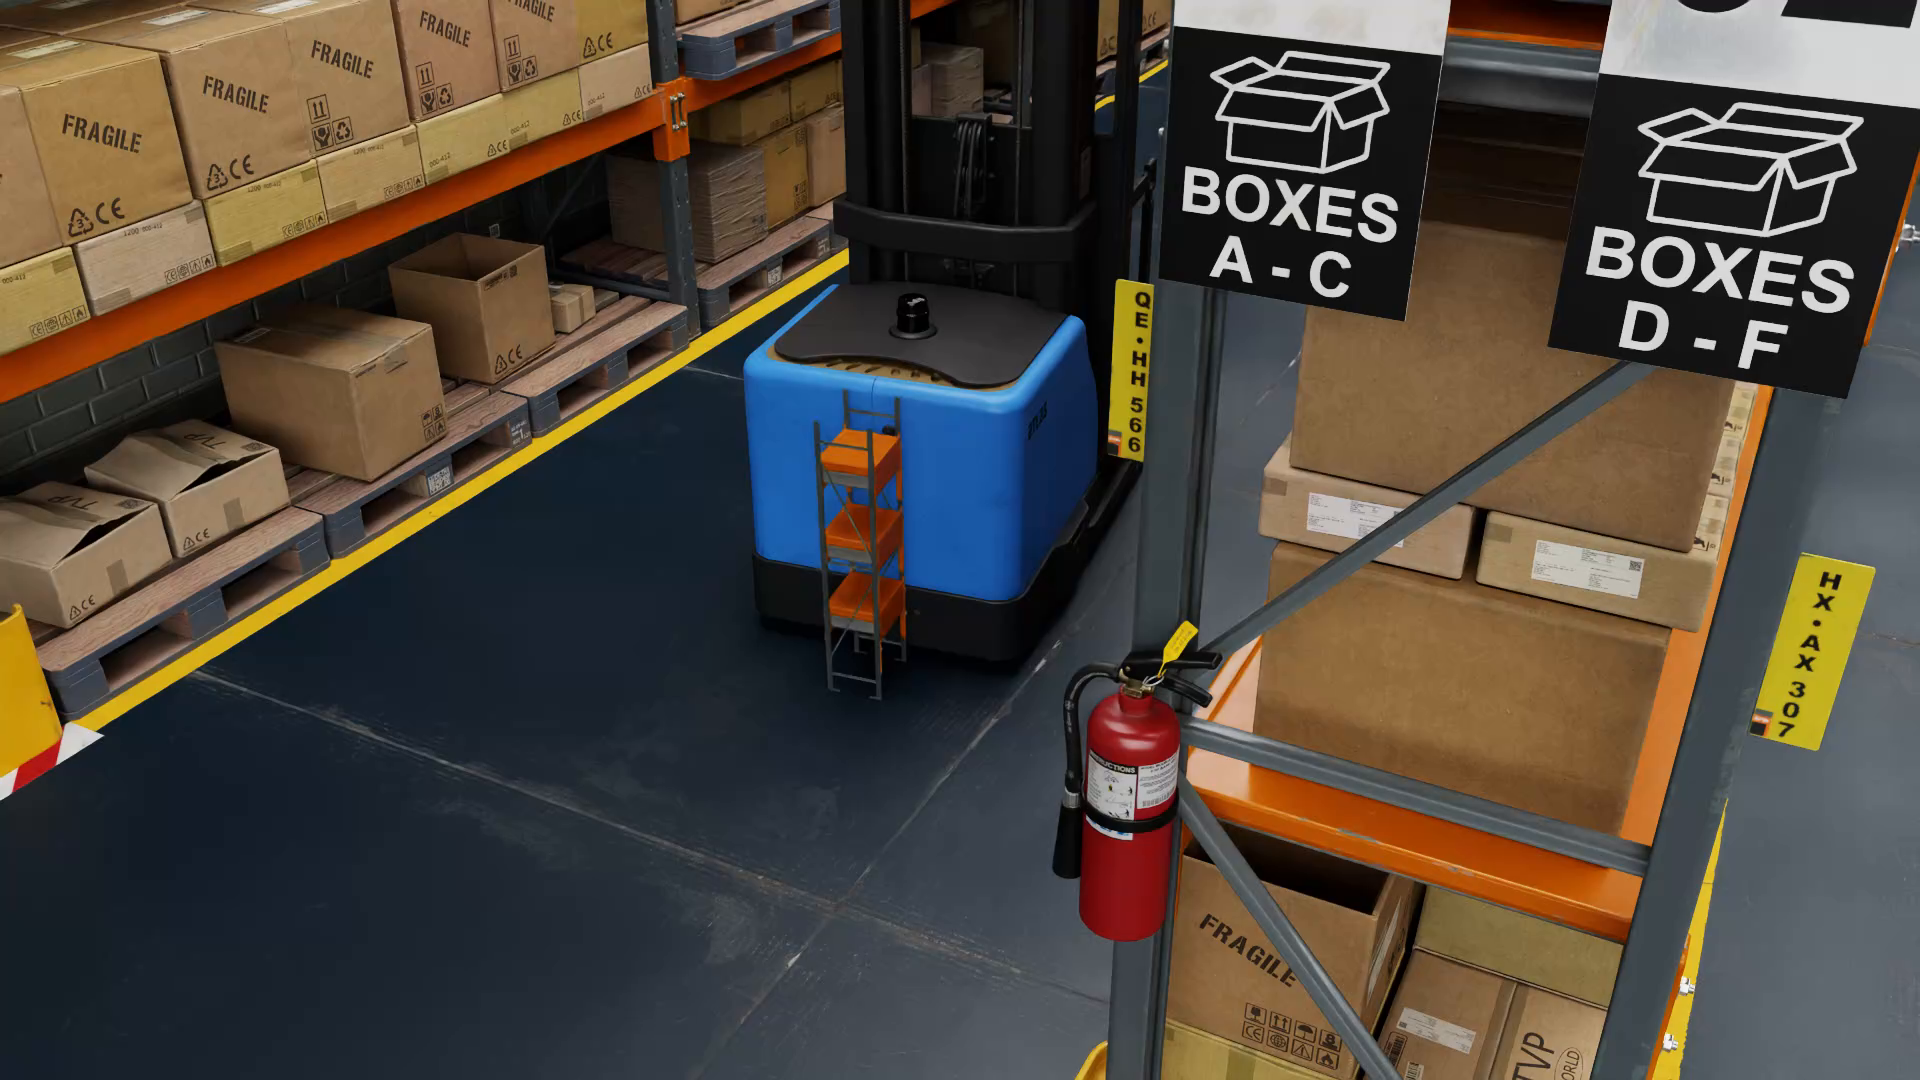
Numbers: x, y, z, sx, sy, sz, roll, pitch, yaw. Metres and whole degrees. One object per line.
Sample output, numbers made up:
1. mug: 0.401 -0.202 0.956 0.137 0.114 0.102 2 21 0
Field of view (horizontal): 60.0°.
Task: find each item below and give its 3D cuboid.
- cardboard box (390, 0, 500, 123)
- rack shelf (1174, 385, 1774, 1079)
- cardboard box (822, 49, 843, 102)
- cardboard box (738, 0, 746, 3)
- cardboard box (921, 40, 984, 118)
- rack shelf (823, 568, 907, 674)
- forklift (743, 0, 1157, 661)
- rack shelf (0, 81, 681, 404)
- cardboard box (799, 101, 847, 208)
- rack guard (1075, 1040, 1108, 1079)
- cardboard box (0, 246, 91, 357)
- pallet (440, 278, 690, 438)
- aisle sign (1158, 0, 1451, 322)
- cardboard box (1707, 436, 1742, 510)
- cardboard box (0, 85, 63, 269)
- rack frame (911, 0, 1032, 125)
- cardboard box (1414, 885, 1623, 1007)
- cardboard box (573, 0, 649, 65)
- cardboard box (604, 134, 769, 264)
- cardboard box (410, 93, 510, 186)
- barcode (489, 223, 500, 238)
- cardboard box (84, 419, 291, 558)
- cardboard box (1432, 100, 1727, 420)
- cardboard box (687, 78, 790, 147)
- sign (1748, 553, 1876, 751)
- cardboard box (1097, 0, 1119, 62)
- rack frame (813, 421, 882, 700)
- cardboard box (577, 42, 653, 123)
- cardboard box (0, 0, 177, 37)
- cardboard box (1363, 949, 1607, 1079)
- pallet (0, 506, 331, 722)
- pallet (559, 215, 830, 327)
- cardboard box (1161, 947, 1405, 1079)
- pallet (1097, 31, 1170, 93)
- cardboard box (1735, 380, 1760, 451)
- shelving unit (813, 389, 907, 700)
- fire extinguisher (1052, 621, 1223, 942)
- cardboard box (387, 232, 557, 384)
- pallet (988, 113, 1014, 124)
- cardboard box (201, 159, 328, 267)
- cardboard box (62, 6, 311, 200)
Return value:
1. cardboard box: -2.209 -1.989 6.579 0.500 0.500 0.500 13 32 22
2. rack shelf: 1.693 -0.123 4.674 1.077 0.370 4.000 14 33 23
3. cardboard box: -0.812 -2.850 10.016 0.500 0.250 0.500 14 33 23
4. cardboard box: -1.284 -3.141 8.666 0.700 0.500 0.500 18 34 28
5. cardboard box: -0.267 -2.992 11.017 0.700 0.500 0.500 15 33 24
6. rack shelf: -0.328 0.277 5.788 0.215 0.259 0.240 10 32 16
7. forklift: 0.210 -1.565 6.533 1.130 2.935 3.031 10 31 17
8. rack shelf: -2.719 -1.245 6.628 1.077 0.370 4.000 14 33 23
9. cardboard box: -1.028 -2.338 9.877 0.700 0.500 0.500 15 33 24
10. rack guard: 0.771 1.547 3.555 1.175 0.500 0.348 14 33 23
11. cardboard box: -3.125 -0.758 5.188 0.500 0.250 0.500 13 32 22
12. pallet: -2.082 -0.928 8.155 1.003 0.211 1.213 14 33 23
13. aisle sign: 0.490 -0.713 2.369 0.394 0.787 0.004 14 33 23
14. cardboard box: 1.270 -0.115 3.187 0.380 0.149 0.250 13 32 22
15. cardboard box: -3.145 -1.082 5.000 0.500 0.500 0.500 14 33 23
16. rack frame: 0.015 -4.217 11.080 1.000 3.000 0.127 14 33 23
17. cardboard box: 1.450 0.728 4.057 0.500 0.500 0.500 14 33 23
18. cardboard box: -1.748 -2.432 7.351 0.500 0.500 0.500 14 33 23
19. cardboard box: -1.487 -1.880 9.080 0.700 0.500 0.500 15 33 25
20. cardboard box: -2.203 -1.663 6.764 0.500 0.250 0.500 14 33 23
21. barcode: -2.267 -1.504 8.104 0.001 0.075 0.075 14 33 23
22. cardboard box: -2.975 -0.234 6.403 0.500 0.311 0.500 17 34 27
23. cardboard box: 1.265 -0.616 3.407 0.700 0.500 0.500 13 32 22
24. cardboard box: -1.290 -2.401 9.235 0.500 0.250 0.500 14 33 22
25. sign: 1.273 0.171 2.491 0.100 0.325 0.005 14 33 23
26. cardboard box: 0.871 -4.150 12.701 0.750 0.750 0.750 14 33 23
27. rack frame: -0.369 0.088 5.542 0.200 1.050 0.008 10 32 16
28. cardboard box: -1.754 -2.108 7.540 0.500 0.250 0.500 14 33 23
29. cardboard box: -3.135 -1.647 5.984 0.500 0.500 0.500 13 32 22
30. cardboard box: 1.224 1.275 3.857 0.500 0.250 0.500 14 33 23
31. pallet: -3.194 0.153 6.271 1.003 0.211 1.213 14 33 23
32. pallet: -1.454 -1.580 9.289 1.003 0.211 1.213 14 33 23
33. cardboard box: 0.763 1.158 4.061 0.500 0.250 0.500 14 33 23
34. pallet: 0.998 -3.879 13.292 1.003 0.211 1.213 14 33 23
35. cardboard box: 1.502 -0.337 3.573 0.380 0.149 0.250 14 33 23
36. shelving unit: -0.329 0.029 5.641 0.215 1.050 0.252 10 32 16
37. fire extinguisher: 0.314 0.433 3.062 0.296 0.674 0.183 14 33 23
38. cardboard box: -2.245 -1.081 7.688 0.500 0.500 0.500 12 32 20
39. pallet: -0.343 -2.661 11.172 1.003 0.211 1.213 14 33 23
40. cardboard box: -2.664 -1.216 5.986 0.500 0.250 0.500 14 33 23
41. cardboard box: -2.670 -1.527 5.774 0.500 0.500 0.500 13 32 22
